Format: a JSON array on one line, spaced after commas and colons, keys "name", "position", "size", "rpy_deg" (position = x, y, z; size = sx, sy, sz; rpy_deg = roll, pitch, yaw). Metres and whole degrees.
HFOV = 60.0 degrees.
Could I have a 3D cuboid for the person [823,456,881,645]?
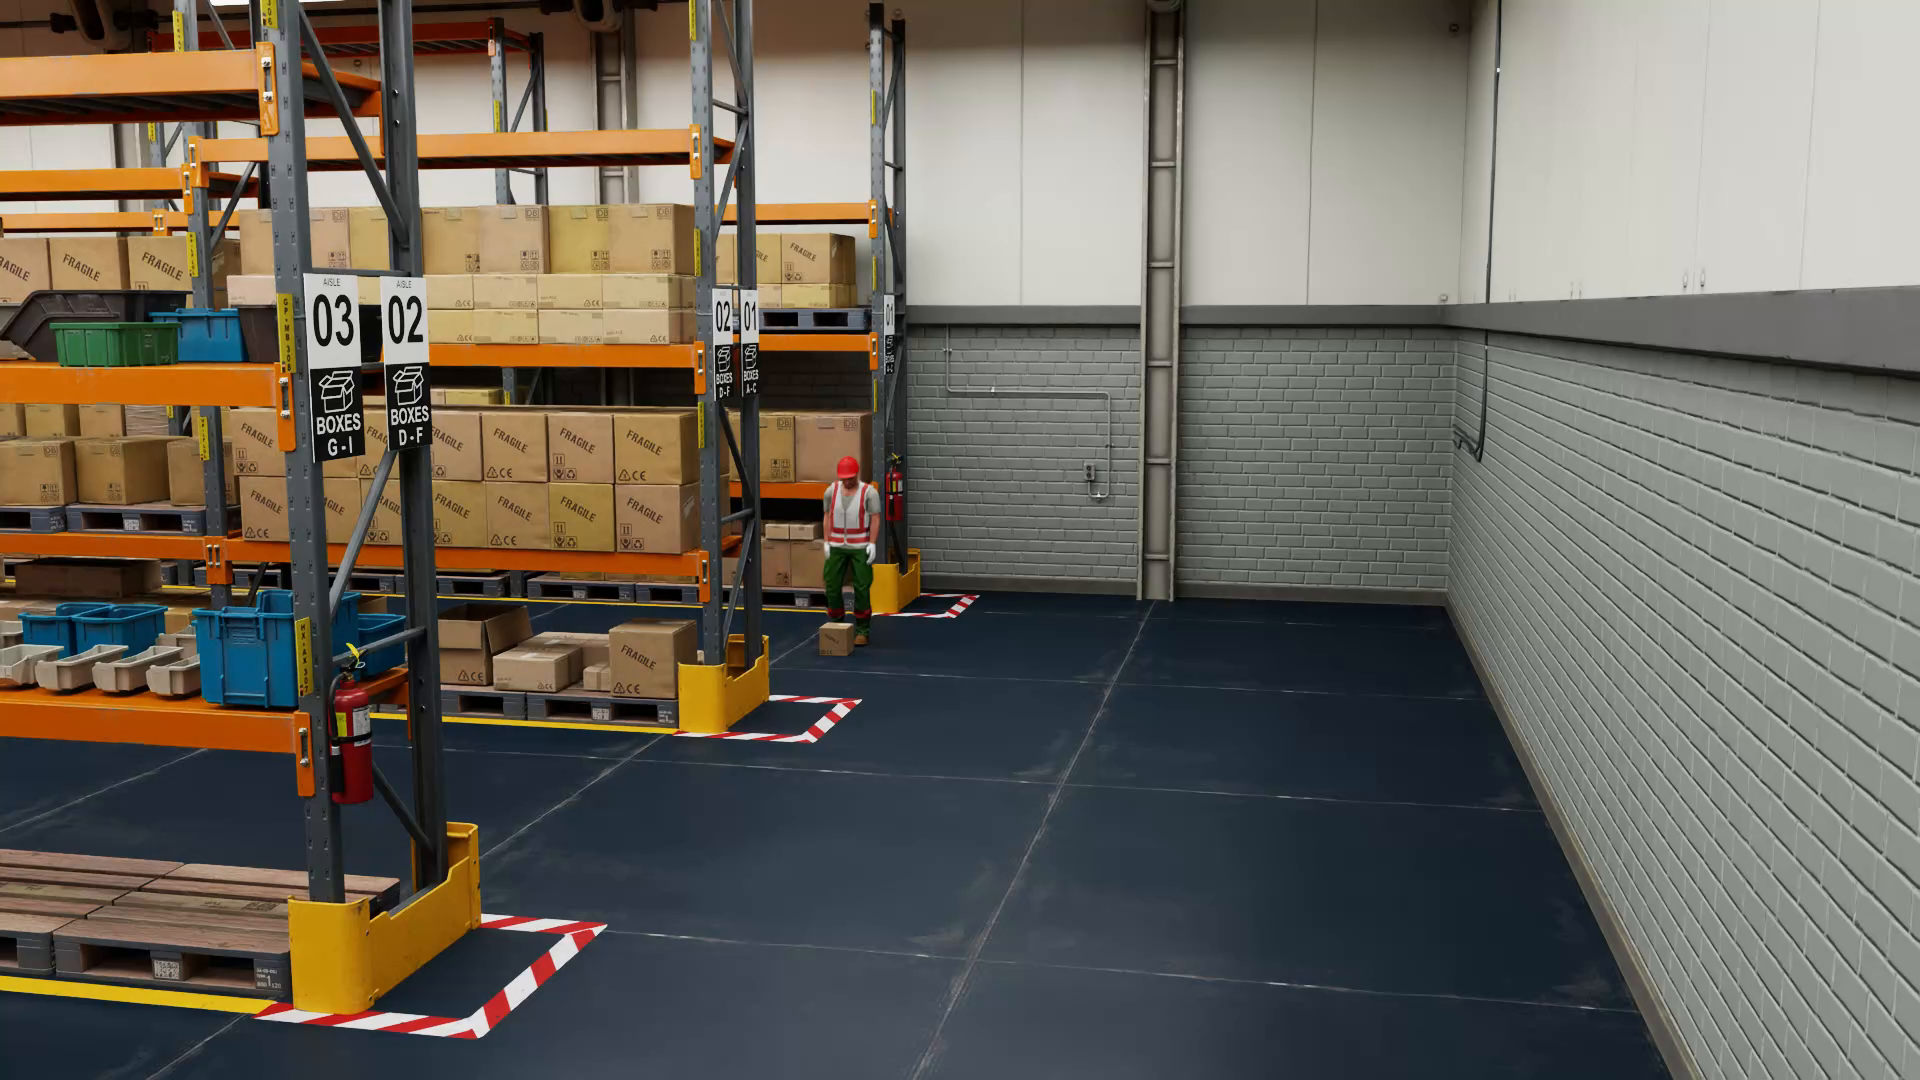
[{"name": "person", "position": [-0.998, 0.093, 15.220], "size": [0.541, 1.744, 0.443], "rpy_deg": [2, 8, 13]}]
